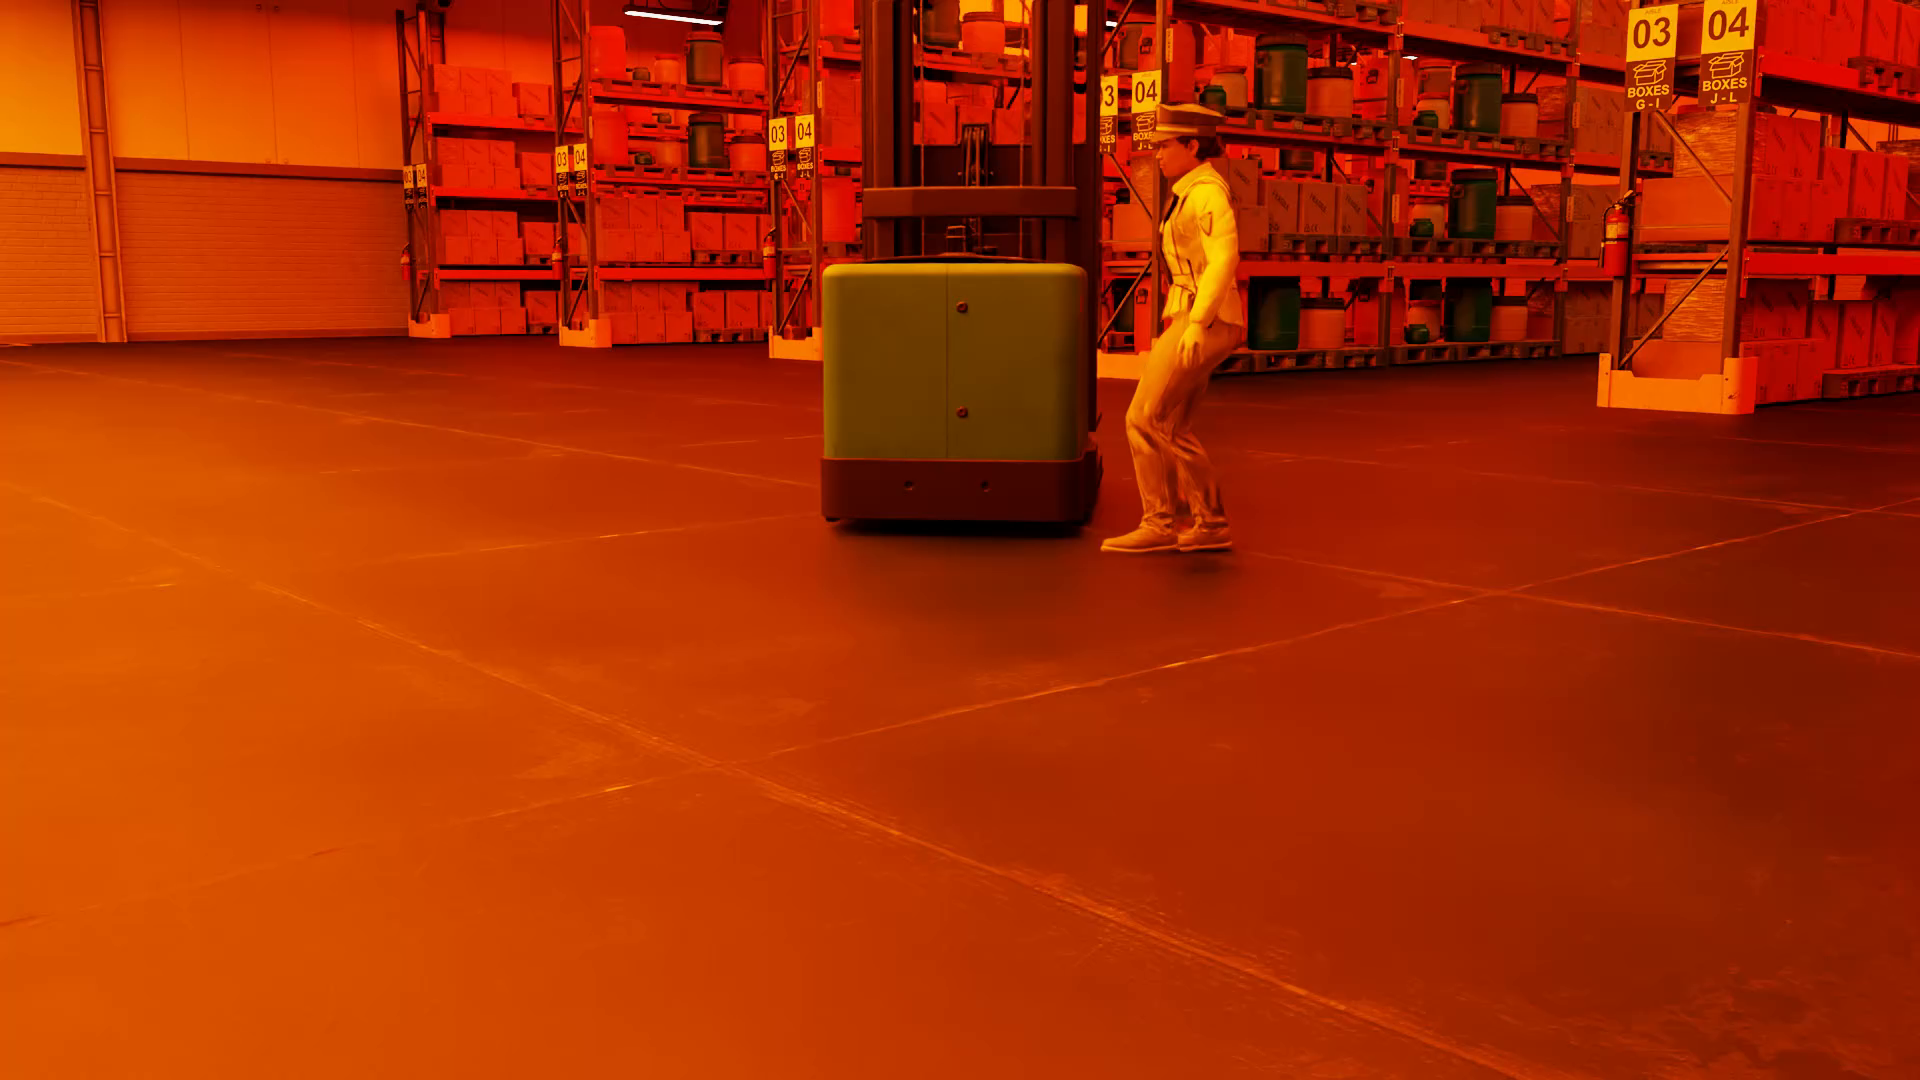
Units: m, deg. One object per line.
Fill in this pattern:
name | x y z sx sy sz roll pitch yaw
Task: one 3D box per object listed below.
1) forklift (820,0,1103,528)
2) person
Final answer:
forklift | 0.123 -1.685 7.846 1.130 2.935 3.031 1 9 6
person | 0.773 -0.750 6.064 0.510 1.634 0.720 0 9 3
